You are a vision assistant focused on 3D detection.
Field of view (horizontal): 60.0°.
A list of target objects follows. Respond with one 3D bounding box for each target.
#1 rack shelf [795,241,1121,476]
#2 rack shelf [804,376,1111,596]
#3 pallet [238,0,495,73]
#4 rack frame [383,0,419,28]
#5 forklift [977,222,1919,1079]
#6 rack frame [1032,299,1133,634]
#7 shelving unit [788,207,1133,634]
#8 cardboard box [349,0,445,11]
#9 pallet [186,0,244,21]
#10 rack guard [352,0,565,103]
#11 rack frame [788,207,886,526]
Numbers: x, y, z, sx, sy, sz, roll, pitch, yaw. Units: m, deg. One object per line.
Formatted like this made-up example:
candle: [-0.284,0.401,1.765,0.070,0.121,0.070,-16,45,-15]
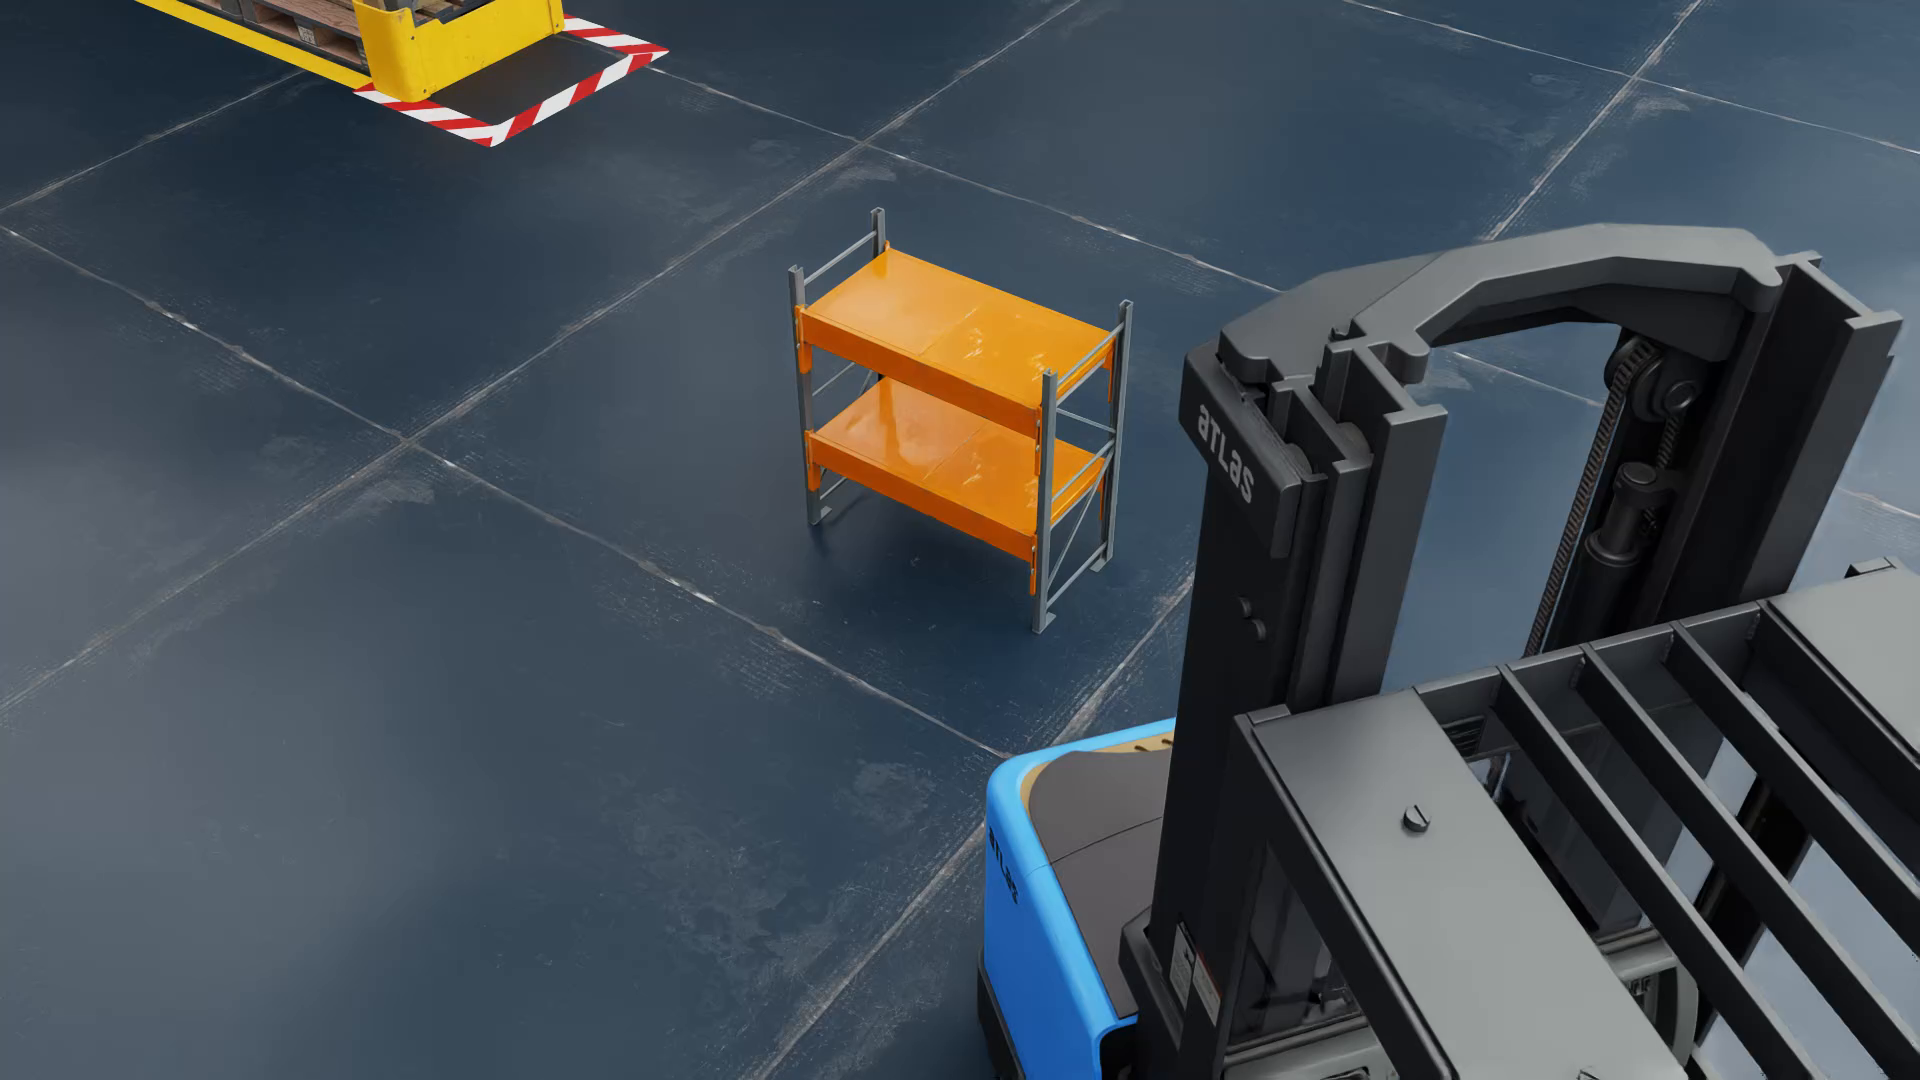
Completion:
rack shelf: [-0.006,-0.640,5.683,1.000,0.278,0.538,25,48,25]
rack shelf: [-0.006,-0.240,6.041,1.000,0.278,0.538,25,48,25]
pallet: [-3.359,-3.104,9.560,1.213,0.211,1.003,25,48,25]
rack frame: [-2.652,-3.784,8.229,0.127,3.000,1.000,25,48,25]
forklift: [0.979,1.089,2.835,1.130,2.935,3.031,-12,43,-13]
rack frame: [0.411,-0.227,5.660,0.032,1.125,0.500,25,48,25]
shelving unit: [-0.006,-0.422,5.878,1.048,1.125,0.538,25,48,25]
cardboard box: [-3.154,-3.257,9.200,0.500,0.500,0.500,-33,51,-31]
pallet: [-4.354,-3.571,10.083,1.213,0.211,1.003,25,48,25]
rack guard: [-2.714,-2.881,9.095,0.348,0.500,1.175,25,48,25]
rack frame: [-0.422,-0.616,6.095,0.032,1.125,0.500,25,48,25]
